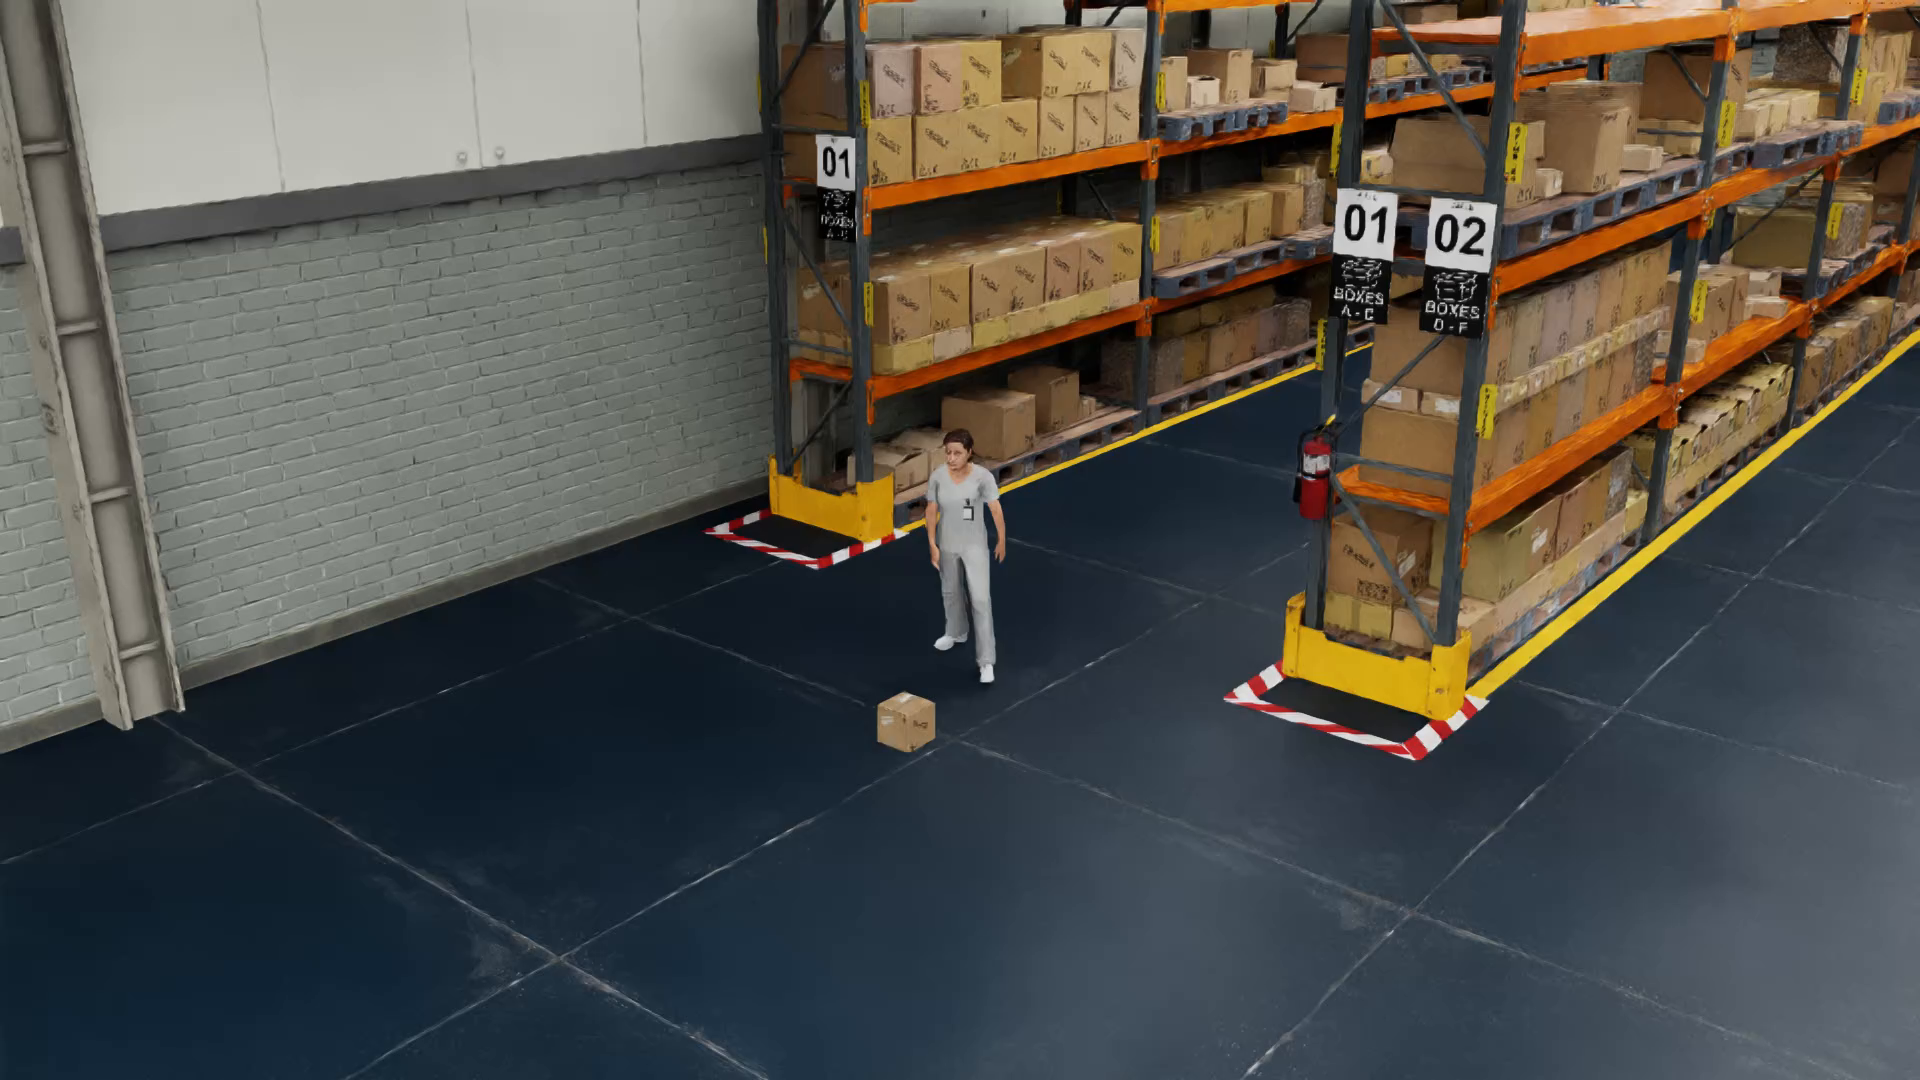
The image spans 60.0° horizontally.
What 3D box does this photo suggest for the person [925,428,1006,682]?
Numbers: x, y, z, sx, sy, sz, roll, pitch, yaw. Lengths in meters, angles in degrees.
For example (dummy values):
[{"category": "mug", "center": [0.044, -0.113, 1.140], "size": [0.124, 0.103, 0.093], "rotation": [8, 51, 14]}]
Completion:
[{"category": "person", "center": [0.044, 0.049, 10.967], "size": [0.559, 1.637, 0.721], "rotation": [6, 21, 16]}]
